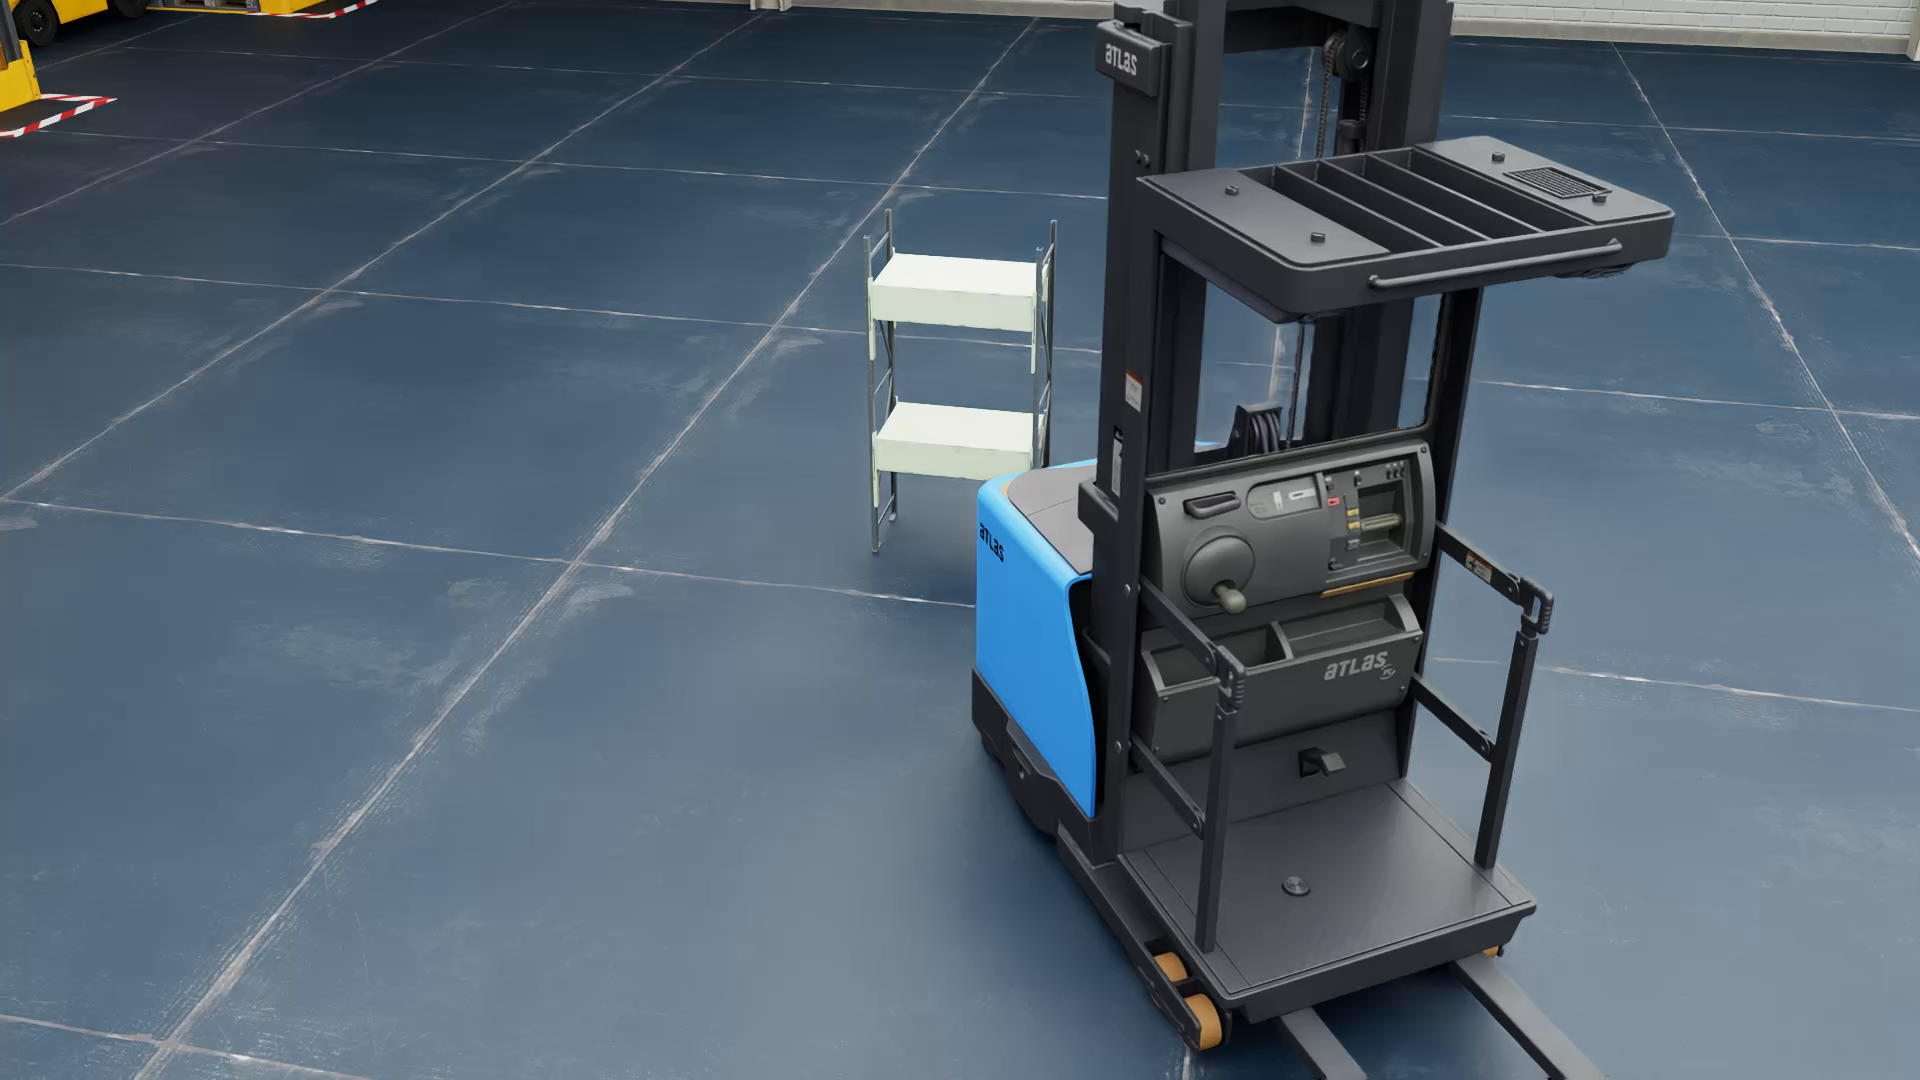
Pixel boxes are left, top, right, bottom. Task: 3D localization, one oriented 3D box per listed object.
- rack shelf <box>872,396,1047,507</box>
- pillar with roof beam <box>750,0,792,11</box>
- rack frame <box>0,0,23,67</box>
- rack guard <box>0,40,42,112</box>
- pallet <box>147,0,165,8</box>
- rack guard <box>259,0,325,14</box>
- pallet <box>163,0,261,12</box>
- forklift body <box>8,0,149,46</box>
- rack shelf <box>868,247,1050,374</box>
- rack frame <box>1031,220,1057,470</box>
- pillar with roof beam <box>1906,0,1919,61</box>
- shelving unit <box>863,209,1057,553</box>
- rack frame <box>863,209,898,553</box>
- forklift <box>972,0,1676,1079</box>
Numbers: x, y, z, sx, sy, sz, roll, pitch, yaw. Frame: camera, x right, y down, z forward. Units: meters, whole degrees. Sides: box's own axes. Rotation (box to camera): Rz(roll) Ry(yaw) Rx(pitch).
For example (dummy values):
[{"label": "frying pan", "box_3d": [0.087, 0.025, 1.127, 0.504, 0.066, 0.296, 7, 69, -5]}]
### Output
[{"label": "rack shelf", "box_3d": [0.007, -0.371, 7.545, 0.720, 0.370, 0.431, 6, 29, 11]}, {"label": "pillar with roof beam", "box_3d": [-3.017, -7.906, 12.820, 0.400, 9.000, 9.100, 6, 29, 11]}, {"label": "rack frame", "box_3d": [-8.526, -5.073, 13.894, 0.127, 3.000, 1.000, 6, 29, 11]}, {"label": "rack guard", "box_3d": [-8.600, -3.985, 14.508, 0.348, 0.500, 1.175, 6, 29, 11]}, {"label": "pallet", "box_3d": [-9.439, -6.362, 19.151, 1.213, 0.211, 1.003, 6, 29, 11]}, {"label": "rack guard", "box_3d": [-7.469, -6.306, 18.748, 0.348, 0.500, 1.175, 6, 29, 11]}, {"label": "pallet", "box_3d": [-8.249, -6.239, 18.926, 1.213, 0.211, 1.003, 6, 29, 11]}, {"label": "forklift body", "box_3d": [-9.728, -6.366, 17.138, 1.214, 2.155, 2.313, 6, 29, 11]}, {"label": "rack shelf", "box_3d": [0.007, -1.000, 7.201, 0.720, 0.370, 0.431, 6, 29, 11]}, {"label": "rack frame", "box_3d": [0.364, -0.620, 7.322, 0.023, 1.500, 0.400, 6, 29, 11]}, {"label": "pillar with roof beam", "box_3d": [8.719, -6.703, 10.622, 0.400, 9.000, 9.100, 6, 29, 11]}, {"label": "shelving unit", "box_3d": [0.007, -0.657, 7.389, 0.755, 1.500, 0.431, 6, 29, 11]}, {"label": "rack frame", "box_3d": [-0.351, -0.694, 7.456, 0.023, 1.500, 0.400, 6, 29, 11]}, {"label": "forklift", "box_3d": [1.068, 0.008, 4.684, 1.130, 2.935, 3.031, -11, 31, -19]}]
